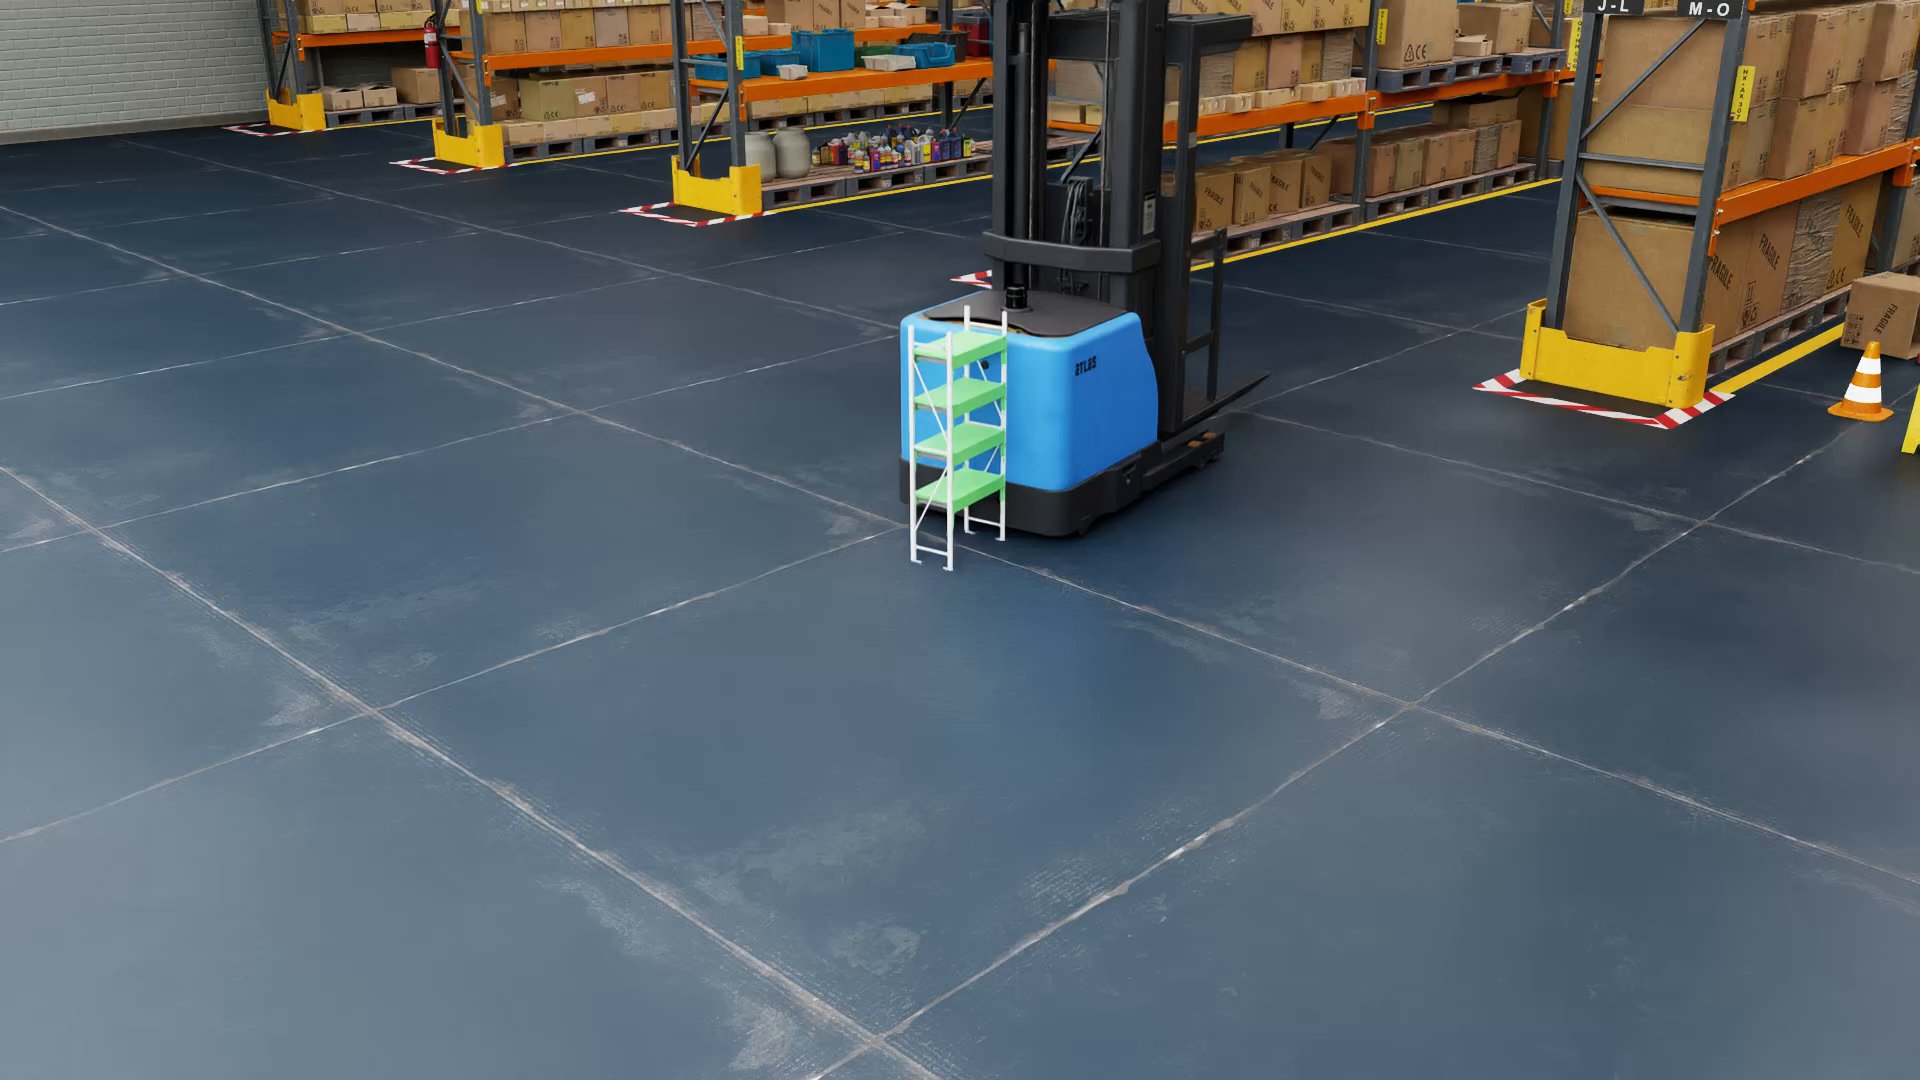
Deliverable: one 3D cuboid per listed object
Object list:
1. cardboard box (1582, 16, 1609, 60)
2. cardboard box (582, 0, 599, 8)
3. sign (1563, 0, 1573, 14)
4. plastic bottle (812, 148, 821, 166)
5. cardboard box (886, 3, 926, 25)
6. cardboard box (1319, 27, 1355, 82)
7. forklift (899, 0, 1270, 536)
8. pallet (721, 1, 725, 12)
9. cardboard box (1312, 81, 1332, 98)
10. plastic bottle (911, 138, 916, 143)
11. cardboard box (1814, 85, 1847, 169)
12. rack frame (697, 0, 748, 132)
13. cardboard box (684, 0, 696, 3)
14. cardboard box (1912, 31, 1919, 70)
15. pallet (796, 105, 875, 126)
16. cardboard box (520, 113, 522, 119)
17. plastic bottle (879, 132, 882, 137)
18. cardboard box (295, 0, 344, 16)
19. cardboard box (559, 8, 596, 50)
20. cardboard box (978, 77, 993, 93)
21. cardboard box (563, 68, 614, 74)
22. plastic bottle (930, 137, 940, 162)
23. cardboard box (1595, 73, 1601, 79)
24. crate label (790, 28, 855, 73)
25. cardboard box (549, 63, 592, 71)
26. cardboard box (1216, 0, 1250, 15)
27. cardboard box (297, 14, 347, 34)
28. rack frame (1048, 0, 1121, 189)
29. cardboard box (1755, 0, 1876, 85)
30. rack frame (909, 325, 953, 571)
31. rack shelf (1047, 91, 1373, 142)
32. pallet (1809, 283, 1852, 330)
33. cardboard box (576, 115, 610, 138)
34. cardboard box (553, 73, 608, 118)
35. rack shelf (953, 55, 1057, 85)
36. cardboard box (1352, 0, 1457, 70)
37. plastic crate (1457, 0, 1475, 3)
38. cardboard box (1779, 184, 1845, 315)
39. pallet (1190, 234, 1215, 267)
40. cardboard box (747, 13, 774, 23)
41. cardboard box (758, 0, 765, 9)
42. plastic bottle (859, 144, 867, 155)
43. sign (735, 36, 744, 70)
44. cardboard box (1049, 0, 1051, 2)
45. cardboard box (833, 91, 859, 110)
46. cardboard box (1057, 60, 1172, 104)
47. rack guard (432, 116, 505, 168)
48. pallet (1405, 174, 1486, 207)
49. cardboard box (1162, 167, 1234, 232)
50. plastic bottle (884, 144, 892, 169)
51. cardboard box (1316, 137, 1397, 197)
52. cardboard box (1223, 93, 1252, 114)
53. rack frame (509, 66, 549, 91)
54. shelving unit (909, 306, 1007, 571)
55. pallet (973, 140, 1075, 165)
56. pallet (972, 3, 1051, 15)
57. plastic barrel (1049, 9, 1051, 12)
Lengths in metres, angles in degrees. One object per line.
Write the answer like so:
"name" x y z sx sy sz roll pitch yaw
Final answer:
"cardboard box" 7.397 -5.998 19.858 0.500 0.500 0.500 18 28 39
"cardboard box" -4.847 -6.913 21.335 0.380 0.149 0.250 19 28 40
"sign" 6.900 -6.131 18.841 0.100 0.325 0.005 19 28 41
"plastic bottle" -1.658 -4.425 19.194 0.097 0.201 0.097 0 21 0
"cardboard box" -0.876 -8.117 25.636 0.500 0.311 0.500 -18 27 -39
"cardboard box" 3.356 -4.818 16.375 0.875 0.500 0.500 19 28 41
"forklift" 0.905 -1.862 9.334 1.130 2.935 3.031 13 25 31
"pallet" -4.563 -9.181 28.547 1.213 0.211 1.003 19 28 41
"cardboard box" 3.376 -4.376 16.128 0.380 0.149 0.250 19 28 41
"plastic bottle" -0.528 -4.559 19.427 0.061 0.283 0.133 19 28 41
"cardboard box" 5.822 -3.020 12.041 0.875 0.550 0.500 19 28 41
"rack frame" -3.381 -7.213 23.160 1.000 3.000 0.127 19 28 41
"cardboard box" -3.772 -7.308 22.363 0.380 0.149 0.250 18 28 39
"cardboard box" 7.539 -4.108 13.548 0.700 0.500 0.500 19 28 40
"pallet" -2.044 -6.426 24.998 1.003 0.211 1.213 19 28 41
"cardboard box" -5.669 -5.441 21.796 0.500 0.250 0.500 19 28 41
"plastic bottle" -0.972 -4.726 19.861 0.133 0.283 0.061 -19 28 -40
"cardboard box" -9.175 -7.761 23.720 0.500 0.500 0.500 19 28 41
"cardboard box" -5.123 -6.611 21.453 0.700 0.500 0.500 19 28 41
"cardboard box" 0.293 -7.461 26.677 0.500 0.500 0.500 18 27 39
"cardboard box" -4.974 -6.049 22.333 0.500 0.500 0.500 19 28 41
"plastic bottle" -0.295 -4.570 19.458 0.133 0.283 0.061 -18 27 -39
"cardboard box" 7.628 -5.365 20.727 1.225 0.875 0.875 19 28 41
"crate label" -1.535 -5.501 18.658 0.502 0.435 0.616 19 28 41
"cardboard box" -6.431 -7.684 27.256 0.500 0.500 0.700 -19 28 -40
"cardboard box" 2.204 -4.686 14.637 0.500 0.500 0.500 19 28 41
"cardboard box" -9.155 -7.409 23.851 0.500 0.250 0.500 18 28 39
"rack frame" 0.924 -3.705 14.032 1.000 3.000 0.127 19 28 41
"cardboard box" 6.140 -3.678 12.249 0.875 0.550 0.550 19 28 41
"rack frame" -0.139 -0.431 8.024 0.240 1.200 0.015 13 25 31
"rack shelf" 2.319 -3.883 15.498 1.077 0.370 4.000 19 28 41
"pallet" 6.611 -1.988 13.452 1.003 0.211 1.213 19 28 41
"cardboard box" -4.943 -5.437 21.788 0.500 0.250 0.500 19 28 41
"cardboard box" -4.951 -5.790 21.660 0.500 0.500 0.500 19 28 41
"rack shelf" 1.560 -6.151 21.399 1.077 0.370 4.000 19 28 41
"cardboard box" 4.368 -5.378 16.964 1.000 1.000 1.000 19 28 41
"plastic crate" 8.437 -8.969 27.595 0.616 0.435 0.499 19 28 41
"cardboard box" 6.082 -2.293 12.735 0.875 0.875 0.875 20 28 41
"pallet" 1.569 -2.622 15.103 1.003 0.211 1.213 19 28 41
"cardboard box" -2.899 -7.422 23.892 0.396 0.266 0.258 18 28 39
"cardboard box" -3.565 -9.461 29.332 0.250 0.149 0.380 -20 29 -41
"plastic bottle" -1.136 -4.543 19.501 0.097 0.201 0.097 0 21 0
"sign" -2.234 -4.935 16.846 0.100 0.325 0.005 19 28 41
"cardboard box" 1.275 -9.254 27.745 0.500 0.500 0.700 -15 26 -34
"cardboard box" -1.850 -6.563 24.715 0.500 0.250 0.500 -20 28 -41
"cardboard box" 1.327 -4.025 14.310 0.875 0.500 0.500 19 28 41
"rack guard" -6.188 -5.012 20.917 1.175 0.500 0.348 19 28 41
"pallet" 5.107 -3.947 18.549 1.003 0.211 1.213 19 28 41
"cardboard box" 2.214 -3.208 15.640 0.500 0.500 0.500 -17 27 -37
"plastic bottle" -0.828 -4.378 18.973 0.097 0.271 0.097 0 21 0
"cardboard box" 4.158 -3.924 17.473 0.700 0.500 0.500 17 27 37
"cardboard box" 2.409 -3.962 15.052 0.380 0.149 0.250 19 28 41
"rack frame" -6.933 -8.452 26.383 1.000 3.000 0.127 19 28 41
"shelving unit" -0.006 -0.504 8.214 0.258 1.200 0.503 13 25 31
"pallet" 0.685 -4.882 20.983 1.003 0.211 1.213 19 28 41
"pallet" 0.763 -8.653 27.173 1.003 0.211 1.213 19 28 41
"plastic barrel" 0.990 -6.227 20.405 0.433 0.535 0.433 0 21 0
